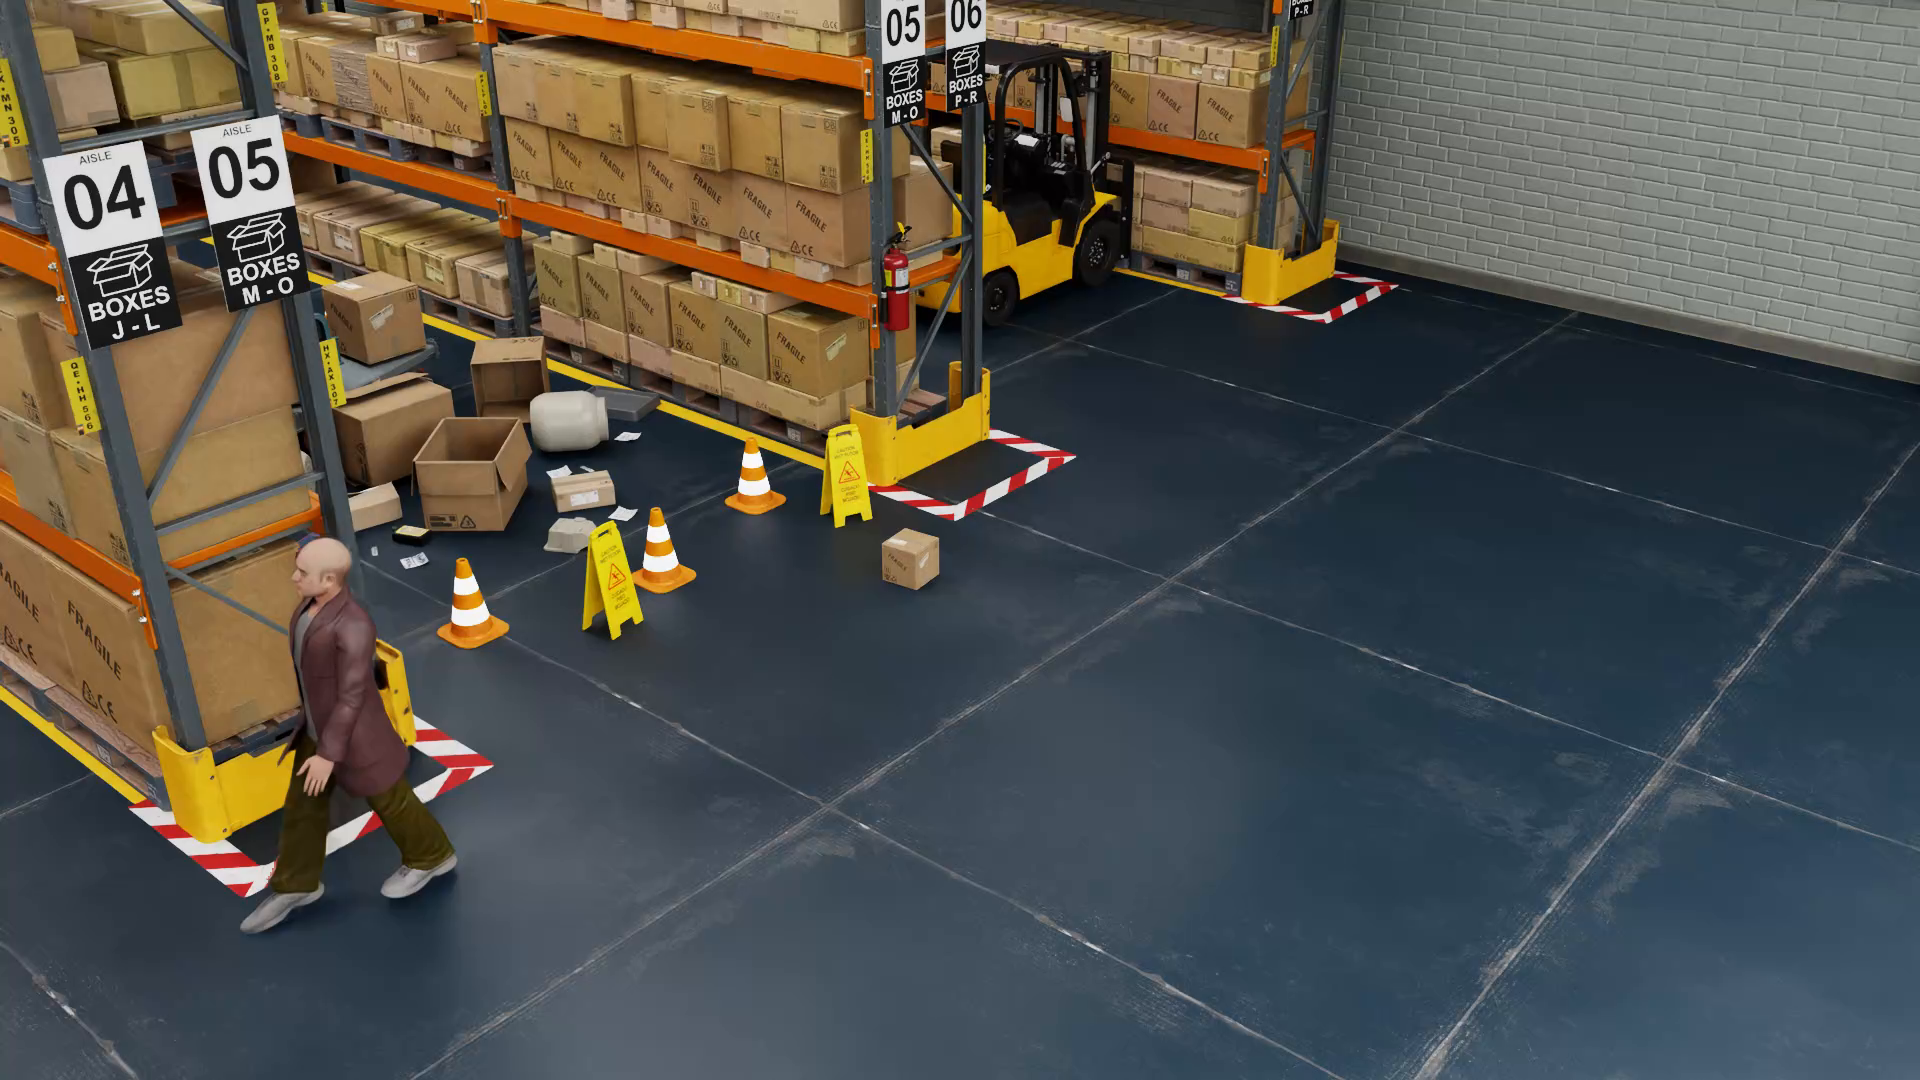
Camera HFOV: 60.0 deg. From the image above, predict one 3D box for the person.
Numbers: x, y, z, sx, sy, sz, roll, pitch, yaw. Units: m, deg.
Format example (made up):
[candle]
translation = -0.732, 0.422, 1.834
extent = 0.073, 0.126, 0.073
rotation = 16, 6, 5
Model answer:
[person]
translation = -2.673, 0.835, 6.983
extent = 0.917, 1.777, 0.577
rotation = -22, 34, -36
